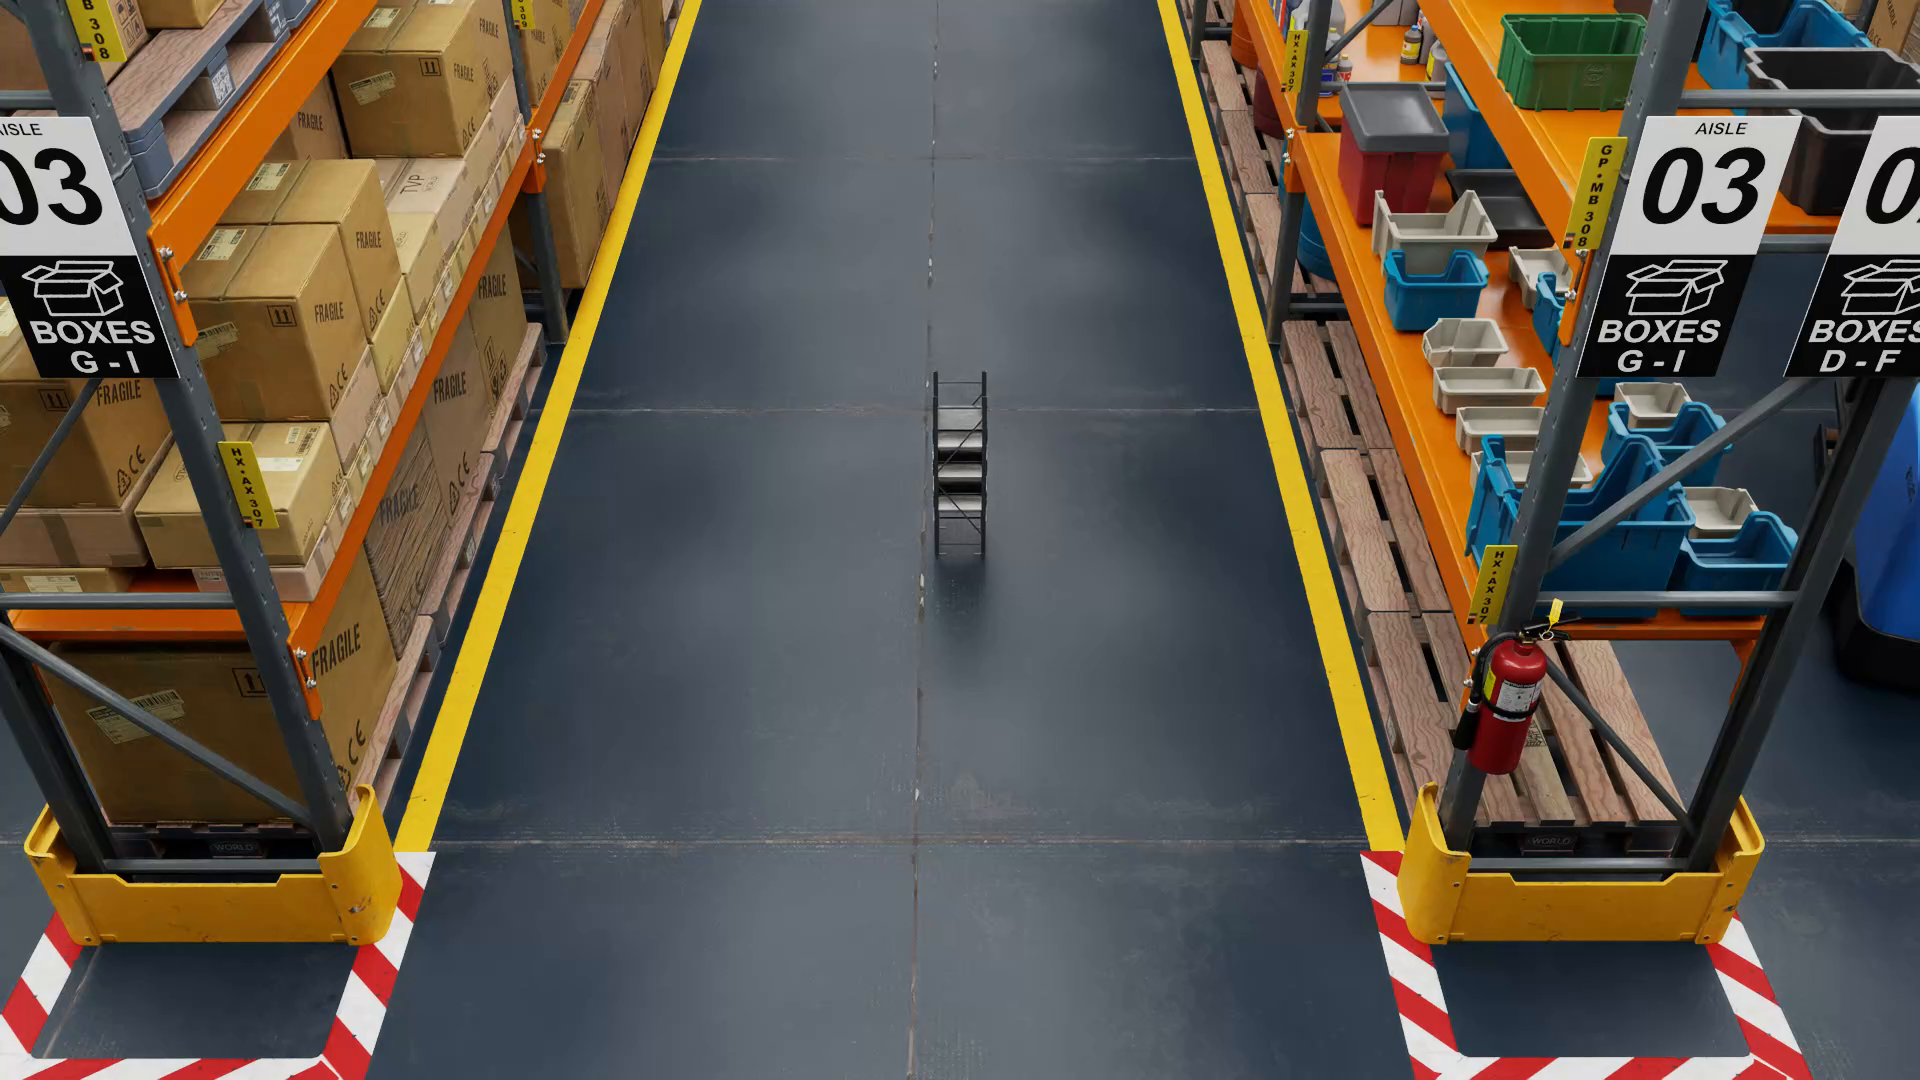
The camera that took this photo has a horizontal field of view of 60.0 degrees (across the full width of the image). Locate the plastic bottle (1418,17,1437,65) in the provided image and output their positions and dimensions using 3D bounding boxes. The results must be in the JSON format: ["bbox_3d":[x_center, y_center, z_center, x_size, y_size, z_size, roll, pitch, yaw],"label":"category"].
[{"bbox_3d":[2.616,-2.773,9.157,0.152,0.276,0.135,0,39,0],"label":"plastic bottle"}]

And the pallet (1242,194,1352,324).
[{"bbox_3d":[2.277,-1.697,9.945,1.003,0.211,1.213,0,39,0],"label":"pallet"}]

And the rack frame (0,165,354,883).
[{"bbox_3d":[-2.713,0.202,5.345,1.000,3.000,0.127,0,39,0],"label":"rack frame"}]

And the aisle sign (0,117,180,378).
[{"bbox_3d":[-2.413,-0.768,4.476,0.394,0.787,0.004,0,39,0],"label":"aisle sign"}]

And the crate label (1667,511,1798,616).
[{"bbox_3d":[2.569,0.086,5.576,0.416,0.233,0.303,0,39,0],"label":"crate label"}]

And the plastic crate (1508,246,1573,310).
[{"bbox_3d":[2.538,-1.135,7.176,0.293,0.136,0.466,0,39,0],"label":"plastic crate"}]

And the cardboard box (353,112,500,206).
[{"bbox_3d":[-2.451,-1.758,7.672,0.500,0.250,0.500,1,39,1],"label":"cardboard box"}]

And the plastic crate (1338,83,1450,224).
[{"bbox_3d":[1.986,-1.793,7.735,0.402,0.464,0.583,0,39,0],"label":"plastic crate"}]

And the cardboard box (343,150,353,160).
[{"bbox_3d":[-2.983,-1.752,7.665,0.500,0.250,0.500,0,39,0],"label":"cardboard box"}]

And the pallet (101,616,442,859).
[{"bbox_3d":[-2.792,0.790,6.841,1.003,0.211,1.213,0,39,0],"label":"pallet"}]

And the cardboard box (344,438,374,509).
[{"bbox_3d":[-2.385,-0.243,6.101,0.380,0.149,0.250,-1,39,-1],"label":"cardboard box"}]

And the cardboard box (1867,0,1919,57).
[{"bbox_3d":[6.899,-3.717,11.882,0.500,0.500,0.500,2,39,2],"label":"cardboard box"}]

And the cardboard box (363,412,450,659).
[{"bbox_3d":[-2.794,-0.102,7.088,0.875,0.875,0.875,0,39,0],"label":"cardboard box"}]

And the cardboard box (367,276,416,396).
[{"bbox_3d":[-2.447,-0.795,6.471,0.500,0.250,0.500,-1,39,-2],"label":"cardboard box"}]

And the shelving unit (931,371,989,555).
[{"bbox_3d":[0.000,-0.346,7.708,0.258,0.900,0.210,0,39,0],"label":"shelving unit"}]

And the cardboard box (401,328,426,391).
[{"bbox_3d":[-2.387,-0.726,6.704,0.380,0.149,0.250,0,39,-1],"label":"cardboard box"}]

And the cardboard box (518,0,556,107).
[{"bbox_3d":[-2.468,-2.626,8.794,0.500,0.500,0.500,0,39,0],"label":"cardboard box"}]

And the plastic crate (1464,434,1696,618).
[{"bbox_3d":[2.053,-0.048,5.581,0.616,0.435,0.499,0,39,0],"label":"plastic crate"}]

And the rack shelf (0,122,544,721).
[{"bbox_3d":[-2.715,-0.768,7.131,1.077,0.370,4.000,0,39,0],"label":"rack shelf"}]

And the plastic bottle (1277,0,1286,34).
[{"bbox_3d":[1.911,-3.045,9.495,0.152,0.276,0.135,0,39,0],"label":"plastic bottle"}]

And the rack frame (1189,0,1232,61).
[{"bbox_3d":[2.231,-4.804,11.592,1.000,3.000,0.127,0,39,0],"label":"rack frame"}]

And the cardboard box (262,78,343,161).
[{"bbox_3d":[-2.974,-1.717,7.021,0.500,0.500,0.500,-1,39,-1],"label":"cardboard box"}]

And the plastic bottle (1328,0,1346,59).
[{"bbox_3d":[2.052,-2.859,9.203,0.144,0.351,0.185,0,39,0],"label":"plastic bottle"}]

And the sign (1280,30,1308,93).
[{"bbox_3d":[1.686,-2.412,8.385,0.100,0.325,0.005,0,39,0],"label":"sign"}]

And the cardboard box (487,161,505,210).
[{"bbox_3d":[-2.389,-1.690,7.906,0.380,0.149,0.250,-1,39,-1],"label":"cardboard box"}]

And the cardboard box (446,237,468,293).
[{"bbox_3d":[-2.387,-1.207,7.304,0.380,0.149,0.250,-1,39,-1],"label":"cardboard box"}]

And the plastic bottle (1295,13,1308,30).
[{"bbox_3d":[1.912,-2.729,9.102,0.152,0.276,0.135,0,39,0],"label":"plastic bottle"}]

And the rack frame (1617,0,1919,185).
[{"bbox_3d":[2.240,-2.143,3.473,1.000,3.000,0.127,0,39,0],"label":"rack frame"}]

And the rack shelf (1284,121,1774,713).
[{"bbox_3d":[2.238,-0.772,7.135,1.077,0.370,4.000,0,39,0],"label":"rack shelf"}]

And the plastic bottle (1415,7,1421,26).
[{"bbox_3d":[2.661,-3.043,9.487,0.061,0.283,0.133,0,39,0],"label":"plastic bottle"}]

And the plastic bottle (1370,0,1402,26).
[{"bbox_3d":[2.463,-3.123,9.594,0.152,0.276,0.135,0,39,0],"label":"plastic bottle"}]

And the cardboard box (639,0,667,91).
[{"bbox_3d":[-2.742,-3.704,11.582,1.225,0.875,0.875,-2,39,-2],"label":"cardboard box"}]

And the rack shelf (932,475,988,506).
[{"bbox_3d":[0.000,-0.250,7.785,0.258,0.077,0.200,0,39,0],"label":"rack shelf"}]

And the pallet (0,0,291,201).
[{"bbox_3d":[-2.724,-1.398,5.014,1.003,0.211,1.213,0,39,0],"label":"pallet"}]

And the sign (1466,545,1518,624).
[{"bbox_3d":[1.690,0.145,5.285,0.100,0.325,0.005,0,39,0],"label":"sign"}]

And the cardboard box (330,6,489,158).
[{"bbox_3d":[-2.453,-2.049,7.436,0.500,0.500,0.500,0,39,0],"label":"cardboard box"}]

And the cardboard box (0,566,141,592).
[{"bbox_3d":[-3.042,0.077,5.701,0.380,0.149,0.250,1,39,1],"label":"cardboard box"}]

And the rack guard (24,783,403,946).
[{"bbox_3d":[-2.713,1.192,6.108,1.175,0.500,0.348,0,39,0],"label":"rack guard"}]

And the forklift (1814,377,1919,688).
[{"bbox_3d":[4.807,-1.301,7.276,1.130,2.935,3.031,13,40,15],"label":"forklift"}]

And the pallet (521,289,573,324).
[{"bbox_3d":[-2.793,-1.694,9.940,1.003,0.211,1.213,0,39,0],"label":"pallet"}]

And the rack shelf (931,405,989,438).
[{"bbox_3d":[0.000,-0.531,7.560,0.258,0.077,0.200,0,39,0],"label":"rack shelf"}]

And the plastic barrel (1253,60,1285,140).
[{"bbox_3d":[2.250,-3.015,10.952,0.600,0.588,0.708,0,39,0],"label":"plastic barrel"}]

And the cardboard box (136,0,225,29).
[{"bbox_3d":[-2.647,-1.888,5.058,0.700,0.500,0.500,-1,39,-2],"label":"cardboard box"}]

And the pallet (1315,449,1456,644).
[{"bbox_3d":[2.280,0.010,7.815,1.003,0.211,1.213,0,39,0],"label":"pallet"}]

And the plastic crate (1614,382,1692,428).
[{"bbox_3d":[2.651,-0.502,6.386,0.250,0.136,0.298,0,39,0],"label":"plastic crate"}]

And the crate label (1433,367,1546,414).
[{"bbox_3d":[2.048,-0.587,6.493,0.396,0.136,0.243,0,39,0],"label":"crate label"}]

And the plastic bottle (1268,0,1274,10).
[{"bbox_3d":[1.911,-3.274,9.781,0.152,0.276,0.135,0,39,0],"label":"plastic bottle"}]

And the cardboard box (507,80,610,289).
[{"bbox_3d":[-2.738,-2.034,9.499,1.225,0.875,0.875,0,39,0],"label":"cardboard box"}]

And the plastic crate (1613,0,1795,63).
[{"bbox_3d":[2.513,-1.904,5.623,0.504,0.338,0.767,0,39,0],"label":"plastic crate"}]
